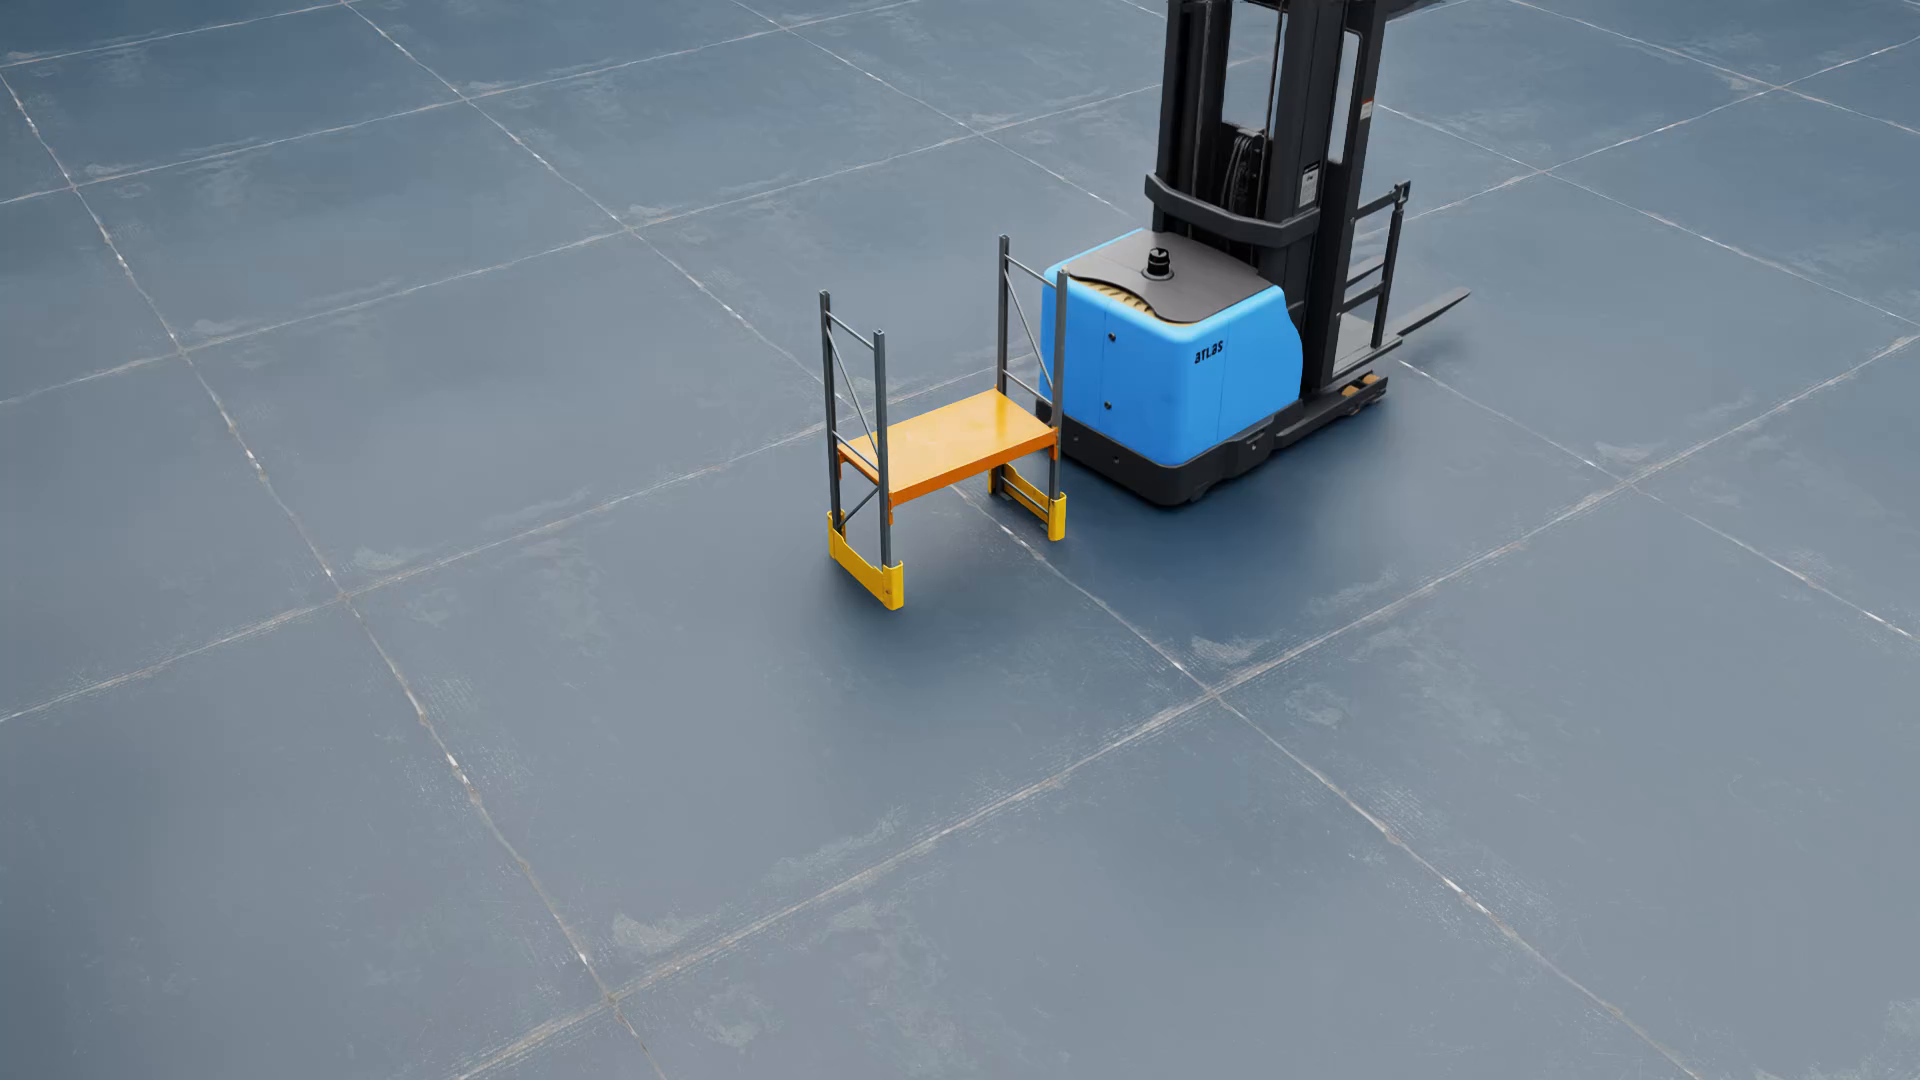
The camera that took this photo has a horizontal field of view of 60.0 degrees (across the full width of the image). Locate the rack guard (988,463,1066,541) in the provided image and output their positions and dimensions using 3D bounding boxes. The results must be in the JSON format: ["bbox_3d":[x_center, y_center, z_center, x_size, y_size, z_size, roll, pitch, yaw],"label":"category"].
[{"bbox_3d":[0.345,-0.243,8.688,0.087,0.250,0.587,-22,41,-28],"label":"rack guard"}]

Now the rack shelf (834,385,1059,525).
[{"bbox_3d":[-0.070,-0.434,8.191,1.000,0.185,0.538,-22,41,-28],"label":"rack shelf"}]

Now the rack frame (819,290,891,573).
[{"bbox_3d":[-0.485,-0.409,7.848,0.032,1.500,0.500,-22,41,-28],"label":"rack frame"}]

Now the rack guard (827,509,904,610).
[{"bbox_3d":[-0.469,0.092,8.222,0.087,0.250,0.587,-22,41,-28],"label":"rack guard"}]

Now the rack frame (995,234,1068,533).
[{"bbox_3d":[0.346,-0.751,8.323,0.032,1.500,0.500,-22,41,-28],"label":"rack frame"}]

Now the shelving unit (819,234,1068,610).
[{"bbox_3d":[-0.062,-0.583,8.090,1.083,1.500,0.587,-22,41,-28],"label":"shelving unit"}]

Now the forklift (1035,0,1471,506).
[{"bbox_3d":[1.842,-2.109,8.985,3.031,2.935,1.130,-28,44,-33],"label":"forklift"}]
